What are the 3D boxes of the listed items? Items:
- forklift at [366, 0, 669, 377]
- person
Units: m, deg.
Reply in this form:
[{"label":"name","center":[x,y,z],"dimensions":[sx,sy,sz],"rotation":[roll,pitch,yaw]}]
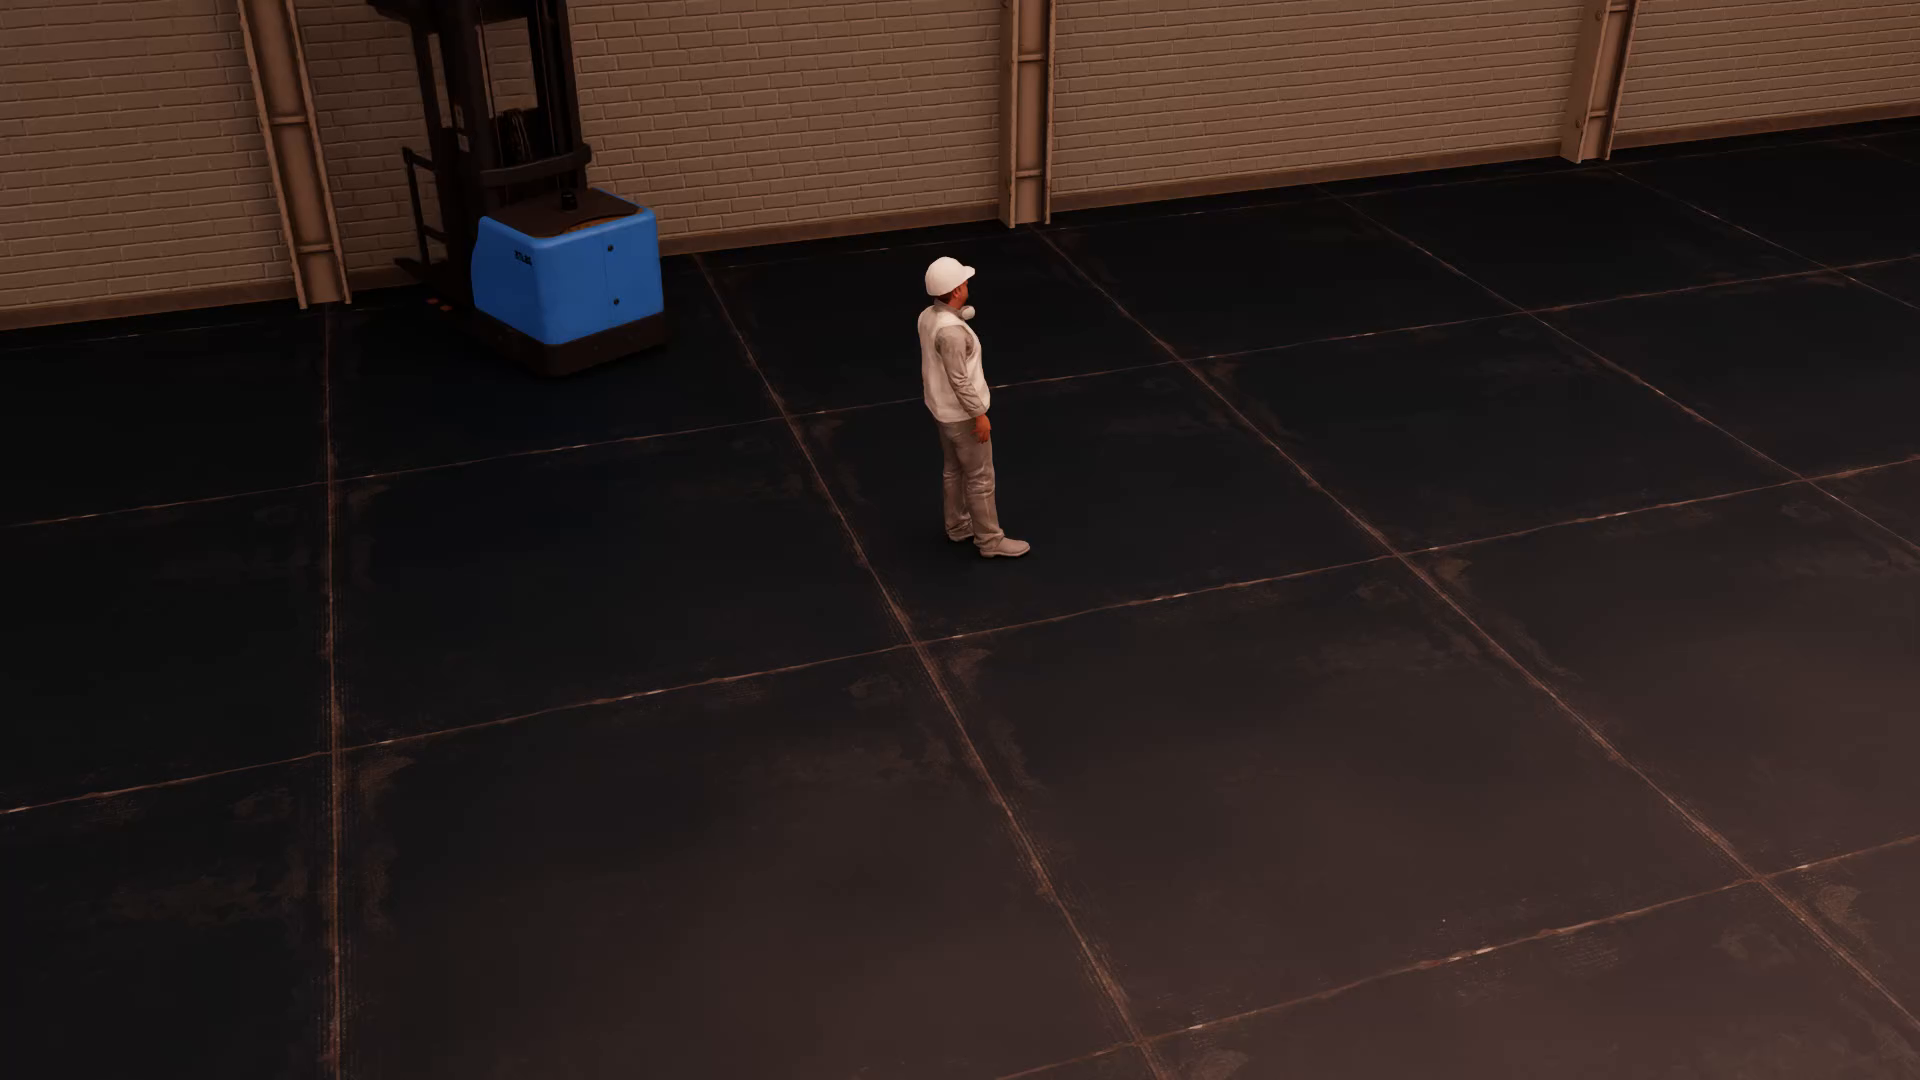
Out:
[{"label":"forklift","center":[-3.571,-3.081,12.441],"dimensions":[1.130,2.935,3.031],"rotation":[-26,39,-37]},{"label":"person","center":[0.063,-0.780,9.588],"dimensions":[0.566,1.775,0.625],"rotation":[-10,31,-16]}]
